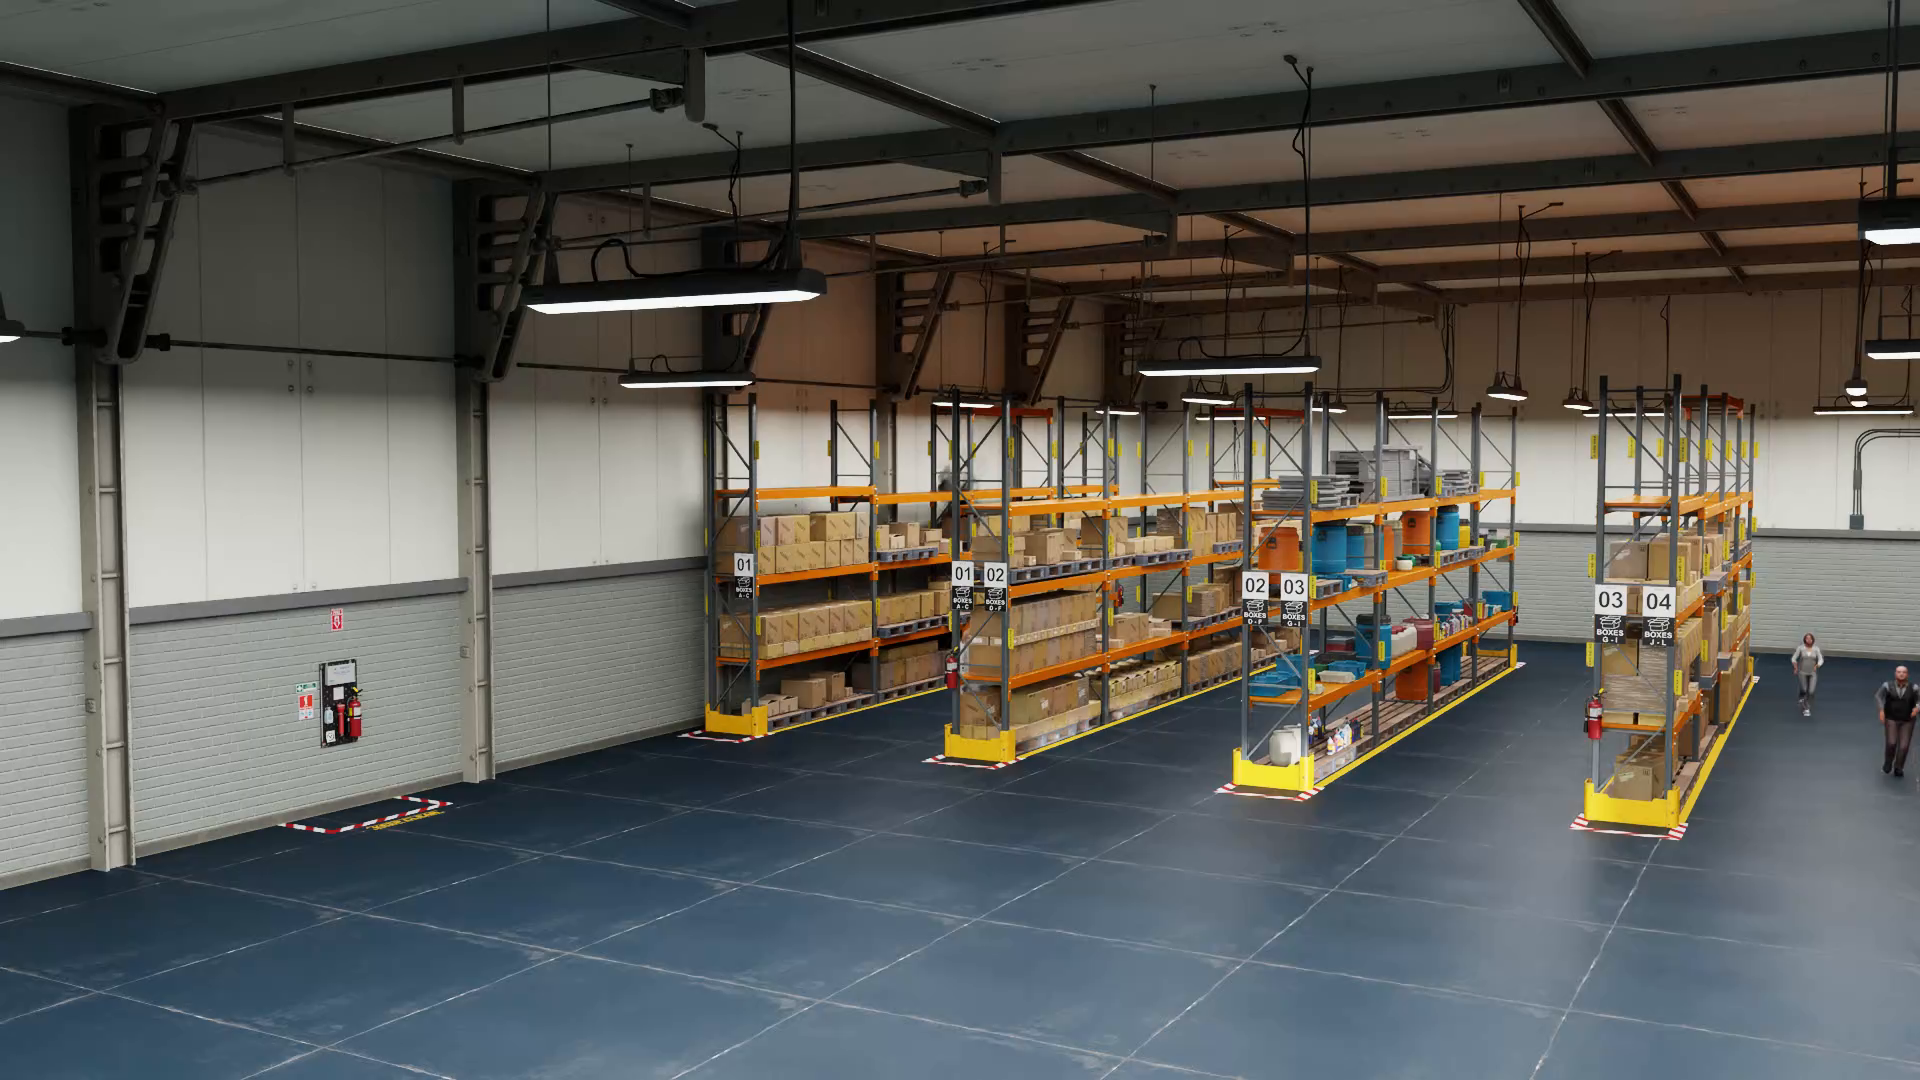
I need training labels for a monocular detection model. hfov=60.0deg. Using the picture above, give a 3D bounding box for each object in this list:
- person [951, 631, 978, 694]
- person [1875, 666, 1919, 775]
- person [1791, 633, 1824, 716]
[{"bbox_3d":[0.107,2.508,29.980,0.720,1.745,0.903,1,3,20],"label":"person"},{"bbox_3d":[14.400,2.777,25.458,0.667,1.688,0.601,1,3,24],"label":"person"},{"bbox_3d":[15.993,2.536,31.376,0.536,1.555,0.544,1,3,21],"label":"person"}]
